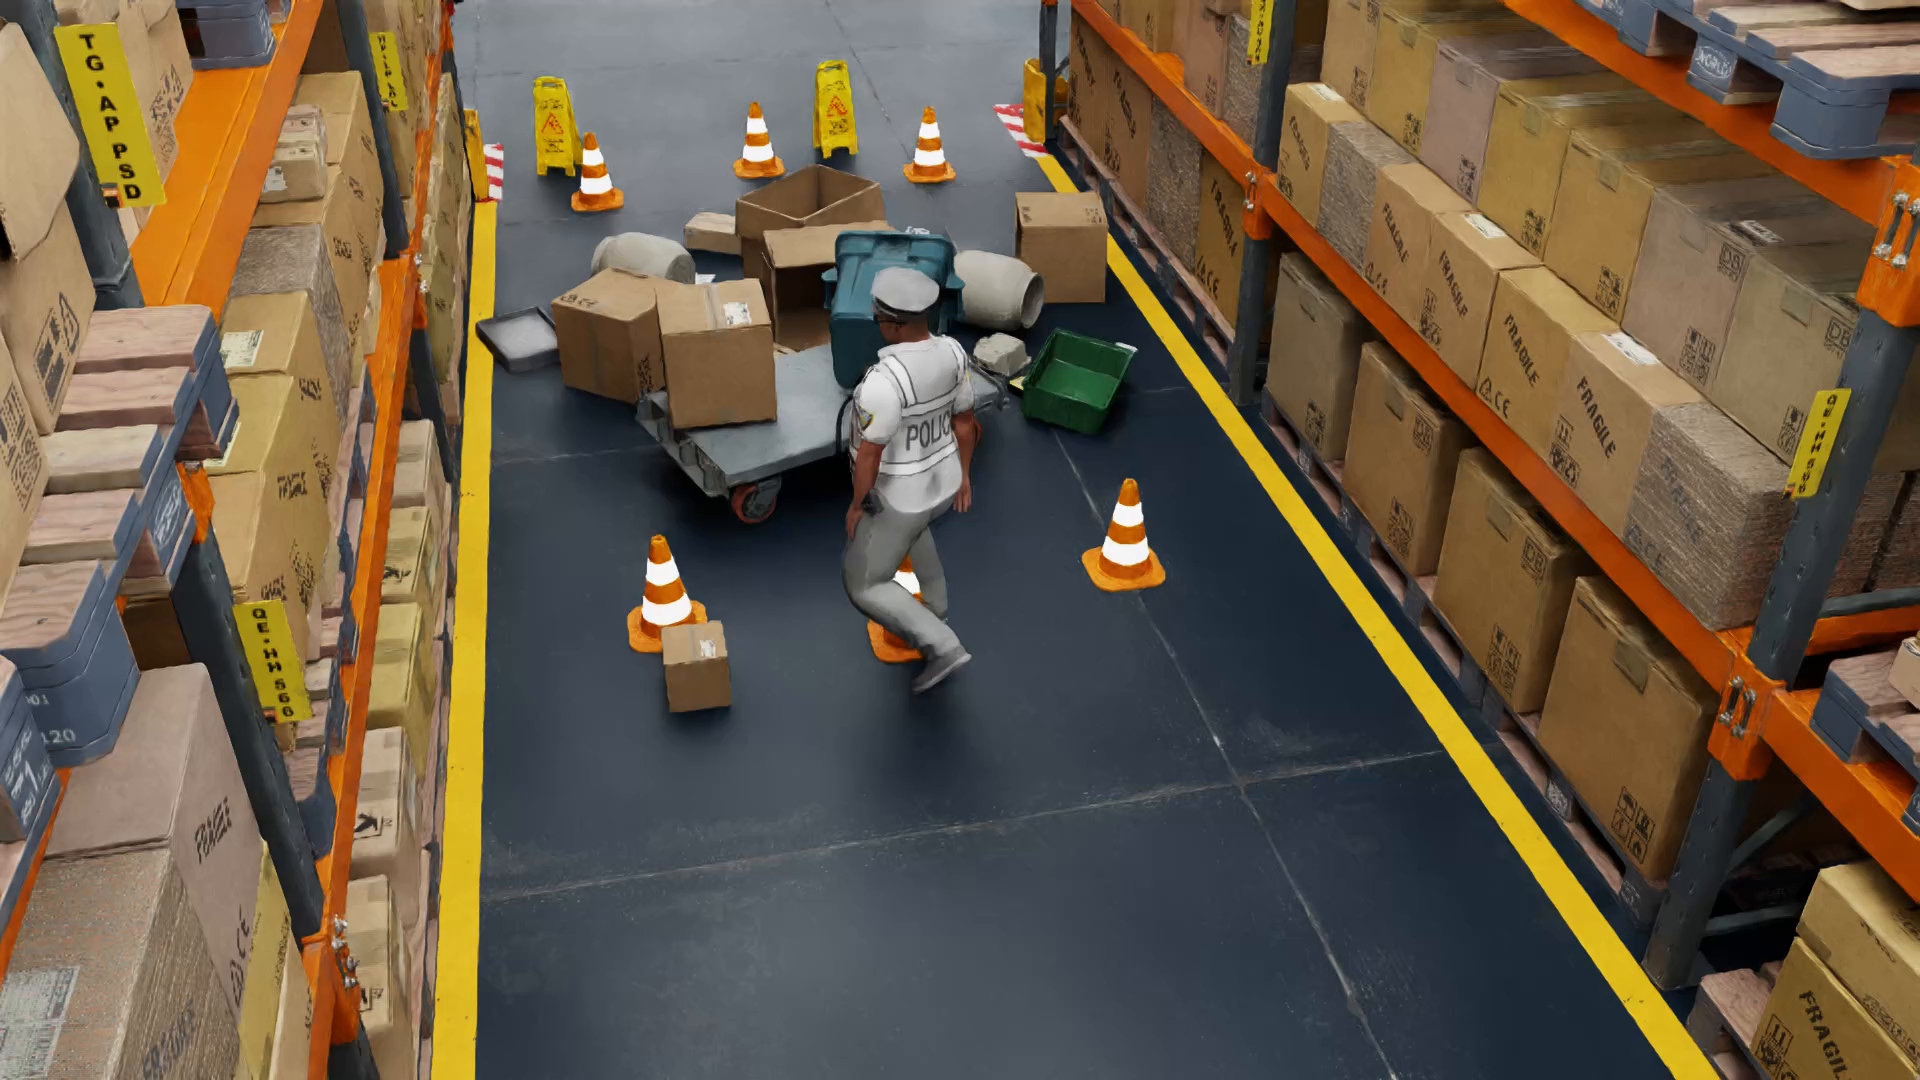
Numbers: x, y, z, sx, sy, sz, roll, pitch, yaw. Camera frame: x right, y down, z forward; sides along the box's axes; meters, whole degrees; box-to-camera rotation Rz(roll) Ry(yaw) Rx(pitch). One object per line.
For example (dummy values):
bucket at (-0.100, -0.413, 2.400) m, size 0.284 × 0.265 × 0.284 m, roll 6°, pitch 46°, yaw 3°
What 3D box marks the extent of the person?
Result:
person at (-0.143, -0.230, 6.412) m, size 0.664 × 1.711 × 0.664 m, roll 21°, pitch 40°, yaw 28°
